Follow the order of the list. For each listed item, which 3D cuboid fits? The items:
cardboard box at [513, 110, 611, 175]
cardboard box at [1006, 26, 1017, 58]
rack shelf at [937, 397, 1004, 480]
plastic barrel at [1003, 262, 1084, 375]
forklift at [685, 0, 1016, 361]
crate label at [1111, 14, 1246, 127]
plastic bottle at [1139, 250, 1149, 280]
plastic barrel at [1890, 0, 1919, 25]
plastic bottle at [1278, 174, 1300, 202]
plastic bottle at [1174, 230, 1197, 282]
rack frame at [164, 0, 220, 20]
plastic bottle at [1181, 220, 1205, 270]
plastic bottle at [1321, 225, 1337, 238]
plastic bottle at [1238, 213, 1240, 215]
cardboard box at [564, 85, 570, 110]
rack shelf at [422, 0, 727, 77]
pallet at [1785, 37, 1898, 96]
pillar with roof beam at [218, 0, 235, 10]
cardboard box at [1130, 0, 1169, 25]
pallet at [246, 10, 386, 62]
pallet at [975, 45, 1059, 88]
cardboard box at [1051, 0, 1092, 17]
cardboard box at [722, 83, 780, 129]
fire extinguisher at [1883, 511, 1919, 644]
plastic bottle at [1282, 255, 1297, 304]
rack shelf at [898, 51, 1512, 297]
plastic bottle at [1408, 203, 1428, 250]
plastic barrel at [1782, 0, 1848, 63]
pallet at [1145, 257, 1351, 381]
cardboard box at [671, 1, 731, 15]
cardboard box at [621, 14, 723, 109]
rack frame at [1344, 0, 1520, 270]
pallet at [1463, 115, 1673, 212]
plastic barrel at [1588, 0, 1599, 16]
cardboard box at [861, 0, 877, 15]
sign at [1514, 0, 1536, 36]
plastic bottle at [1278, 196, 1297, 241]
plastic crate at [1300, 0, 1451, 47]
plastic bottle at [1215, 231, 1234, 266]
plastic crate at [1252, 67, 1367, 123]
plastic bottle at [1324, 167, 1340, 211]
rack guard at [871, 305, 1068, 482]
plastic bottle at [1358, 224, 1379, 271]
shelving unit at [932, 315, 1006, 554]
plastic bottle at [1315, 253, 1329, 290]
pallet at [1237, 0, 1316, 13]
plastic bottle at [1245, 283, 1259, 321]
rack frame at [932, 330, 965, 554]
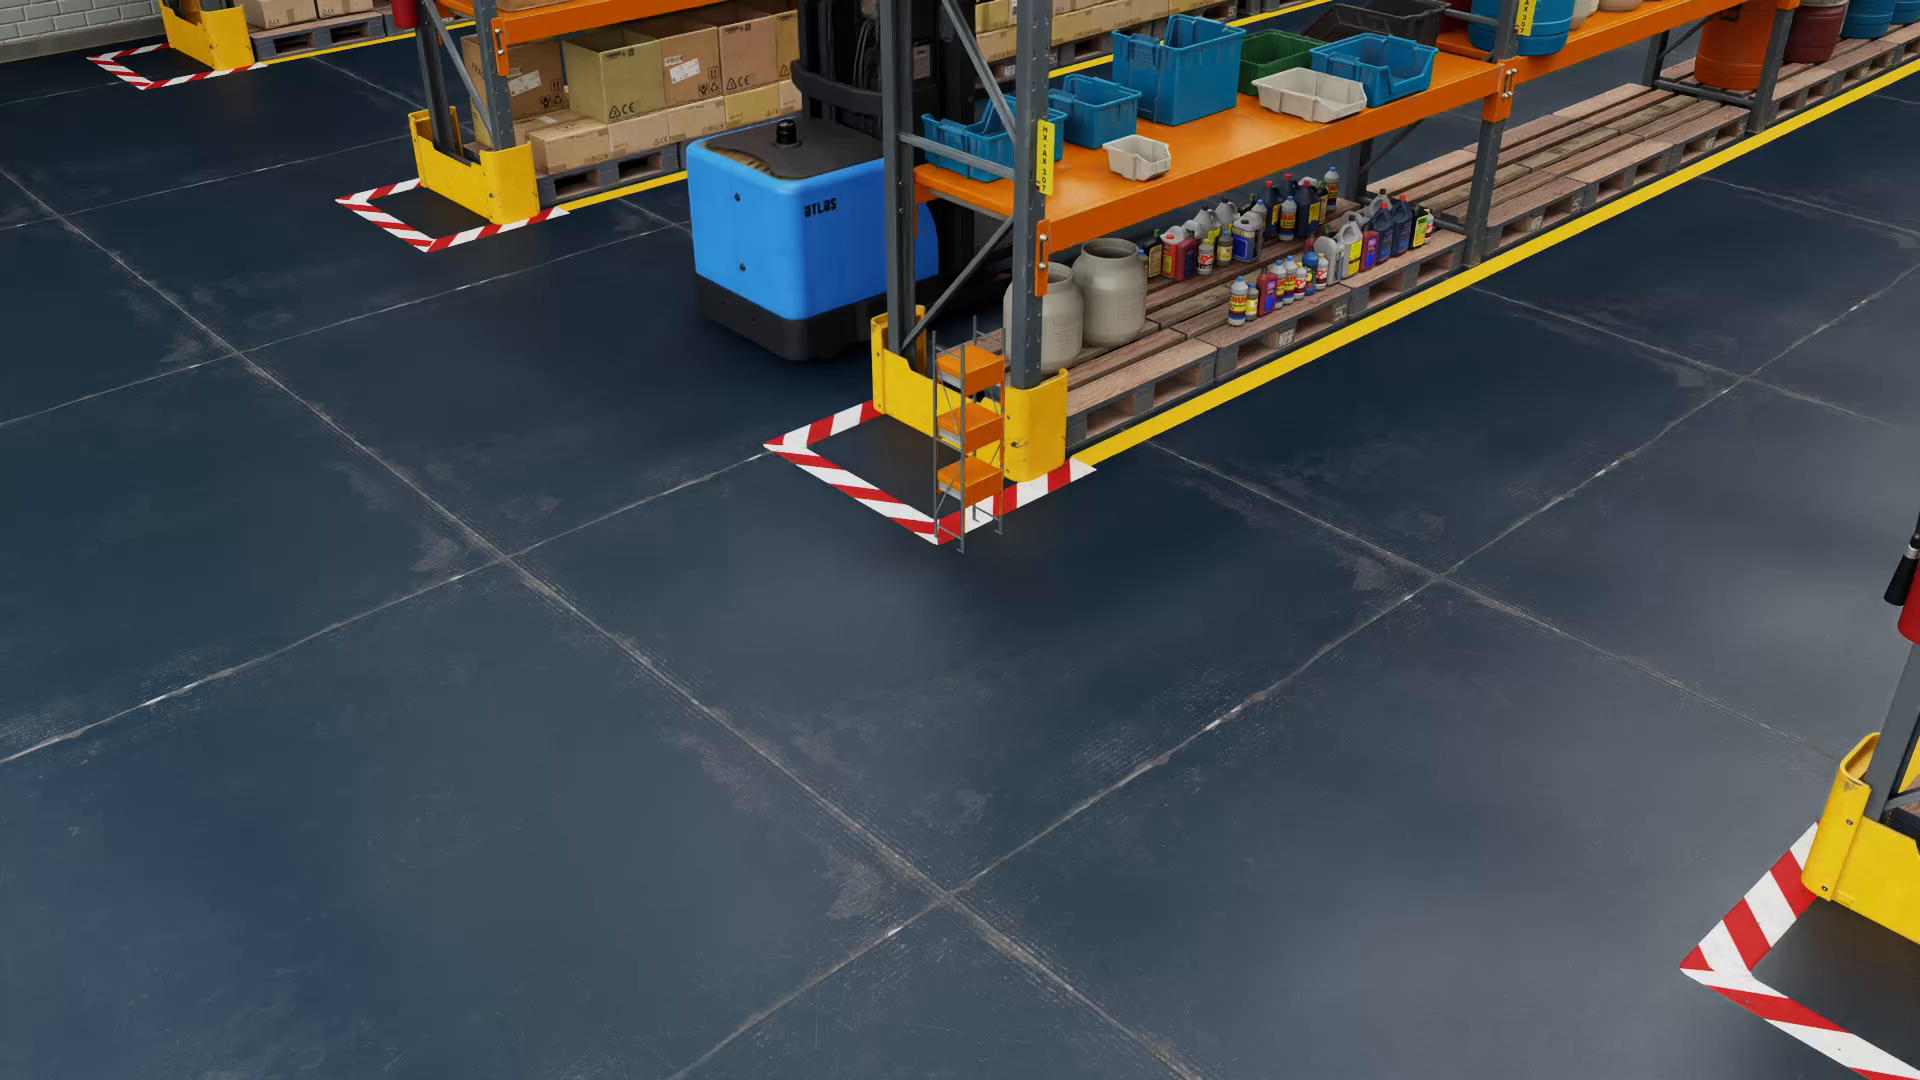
[{"bbox_3d":[-2.813,-2.798,11.683,0.500,0.250,0.500,-26,40,-35],"label":"cardboard box"},{"bbox_3d":[0.416,-4.341,14.206,0.500,0.250,0.500,-25,39,-34],"label":"cardboard box"},{"bbox_3d":[0.039,-0.458,7.512,0.240,0.259,0.215,-26,40,-35],"label":"rack shelf"},{"bbox_3d":[0.438,-1.171,8.772,0.421,0.512,0.421,0,31,0],"label":"plastic barrel"},{"bbox_3d":[-0.125,-2.890,9.666,3.031,2.935,1.130,-25,39,-34],"label":"forklift"},{"bbox_3d":[1.174,-2.562,9.030,0.616,0.435,0.502,-26,40,-35],"label":"crate label"},{"bbox_3d":[1.056,-1.603,9.758,0.097,0.201,0.097,0,31,0],"label":"plastic bottle"},{"bbox_3d":[8.397,-5.144,14.896,0.708,0.901,0.600,-26,40,-35],"label":"plastic barrel"},{"bbox_3d":[2.067,-2.139,10.491,0.185,0.351,0.144,-25,39,-34],"label":"plastic bottle"},{"bbox_3d":[1.333,-1.677,9.799,0.133,0.283,0.061,-26,40,-35],"label":"plastic bottle"},{"bbox_3d":[-6.728,-5.580,14.000,0.127,3.000,1.000,-26,40,-35],"label":"rack frame"},{"bbox_3d":[1.362,-1.763,9.948,0.135,0.276,0.152,-27,41,-37],"label":"plastic bottle"},{"bbox_3d":[2.199,-1.747,9.914,0.133,0.283,0.061,-26,40,-35],"label":"plastic bottle"},{"bbox_3d":[1.705,-1.917,10.271,0.097,0.201,0.097,0,31,0],"label":"plastic bottle"},{"bbox_3d":[-2.807,-3.178,12.305,0.500,0.250,0.500,-26,40,-35],"label":"cardboard box"},{"bbox_3d":[-1.891,-4.089,12.251,4.000,0.370,1.077,-26,40,-35],"label":"rack shelf"},{"bbox_3d":[7.318,-4.165,14.358,1.213,0.211,1.003,-26,40,-35],"label":"pallet"},{"bbox_3d":[-3.876,-7.072,10.689,0.400,9.000,9.100,-26,40,-35],"label":"pillar with roof beam"},{"bbox_3d":[1.543,-4.889,15.103,0.500,0.250,0.500,-25,39,-34],"label":"cardboard box"},{"bbox_3d":[-6.053,-4.692,15.221,1.213,0.211,1.003,-26,40,-35],"label":"pallet"},{"bbox_3d":[0.090,-4.192,14.403,1.213,0.211,1.003,-26,40,-35],"label":"pallet"},{"bbox_3d":[0.798,-4.762,14.357,0.500,0.311,0.500,-27,41,-37],"label":"cardboard box"},{"bbox_3d":[-1.712,-3.329,12.552,0.500,0.250,0.500,-26,40,-35],"label":"cardboard box"},{"bbox_3d":[2.978,0.002,4.946,0.183,0.674,0.296,-26,40,-35],"label":"fire extinguisher"},{"bbox_3d":[1.874,-1.495,9.513,0.097,0.271,0.097,0,31,0],"label":"plastic bottle"},{"bbox_3d":[1.474,-2.193,9.151,4.000,0.370,1.077,-26,40,-35],"label":"rack shelf"},{"bbox_3d":[2.812,-1.941,10.231,0.133,0.283,0.061,-24,39,-33],"label":"plastic bottle"},{"bbox_3d":[7.049,-4.359,13.912,0.708,0.588,0.600,-26,40,-35],"label":"plastic barrel"},{"bbox_3d":[1.525,-1.362,9.776,1.213,0.211,1.003,-26,40,-35],"label":"pallet"},{"bbox_3d":[-2.076,-3.854,12.691,0.500,0.500,0.500,-26,40,-35],"label":"cardboard box"},{"bbox_3d":[-2.090,-3.478,12.077,0.500,0.500,0.500,-26,40,-35],"label":"cardboard box"},{"bbox_3d":[2.941,-3.209,10.123,0.127,3.000,1.000,-26,40,-35],"label":"rack frame"},{"bbox_3d":[4.385,-2.748,12.042,1.213,0.211,1.003,-26,40,-35],"label":"pallet"},{"bbox_3d":[4.016,-3.561,10.831,0.301,0.262,0.301,0,31,0],"label":"plastic barrel"},{"bbox_3d":[-0.990,-4.010,12.948,0.500,0.500,0.500,-26,40,-35],"label":"cardboard box"},{"bbox_3d":[3.307,-3.113,9.700,0.005,0.325,0.100,-26,40,-35],"label":"sign"},{"bbox_3d":[2.043,-2.008,10.352,0.097,0.271,0.097,0,31,0],"label":"plastic bottle"},{"bbox_3d":[2.471,-3.046,9.915,0.504,0.338,0.767,-26,40,-35],"label":"plastic crate"},{"bbox_3d":[1.595,-1.761,10.015,0.097,0.201,0.097,0,31,0],"label":"plastic bottle"},{"bbox_3d":[1.922,-2.424,9.091,0.437,0.136,0.530,-26,40,-35],"label":"plastic crate"},{"bbox_3d":[2.409,-2.288,10.809,0.097,0.271,0.097,0,31,0],"label":"plastic bottle"},{"bbox_3d":[0.032,-0.769,8.528,0.348,0.500,1.175,-26,40,-35],"label":"rack guard"},{"bbox_3d":[2.433,-1.758,9.931,0.133,0.283,0.061,-23,38,-32],"label":"plastic bottle"},{"bbox_3d":[0.039,-0.467,7.507,0.252,1.050,0.215,-26,40,-35],"label":"shelving unit"},{"bbox_3d":[2.097,-1.573,9.708,0.097,0.201,0.097,0,31,0],"label":"plastic bottle"},{"bbox_3d":[3.082,-5.585,16.681,1.213,0.211,1.003,-26,40,-35],"label":"pallet"},{"bbox_3d":[1.625,-1.345,9.335,0.097,0.201,0.097,0,31,0],"label":"plastic bottle"},{"bbox_3d":[-0.050,-0.424,7.436,0.008,1.050,0.200,-26,40,-35],"label":"rack frame"}]
